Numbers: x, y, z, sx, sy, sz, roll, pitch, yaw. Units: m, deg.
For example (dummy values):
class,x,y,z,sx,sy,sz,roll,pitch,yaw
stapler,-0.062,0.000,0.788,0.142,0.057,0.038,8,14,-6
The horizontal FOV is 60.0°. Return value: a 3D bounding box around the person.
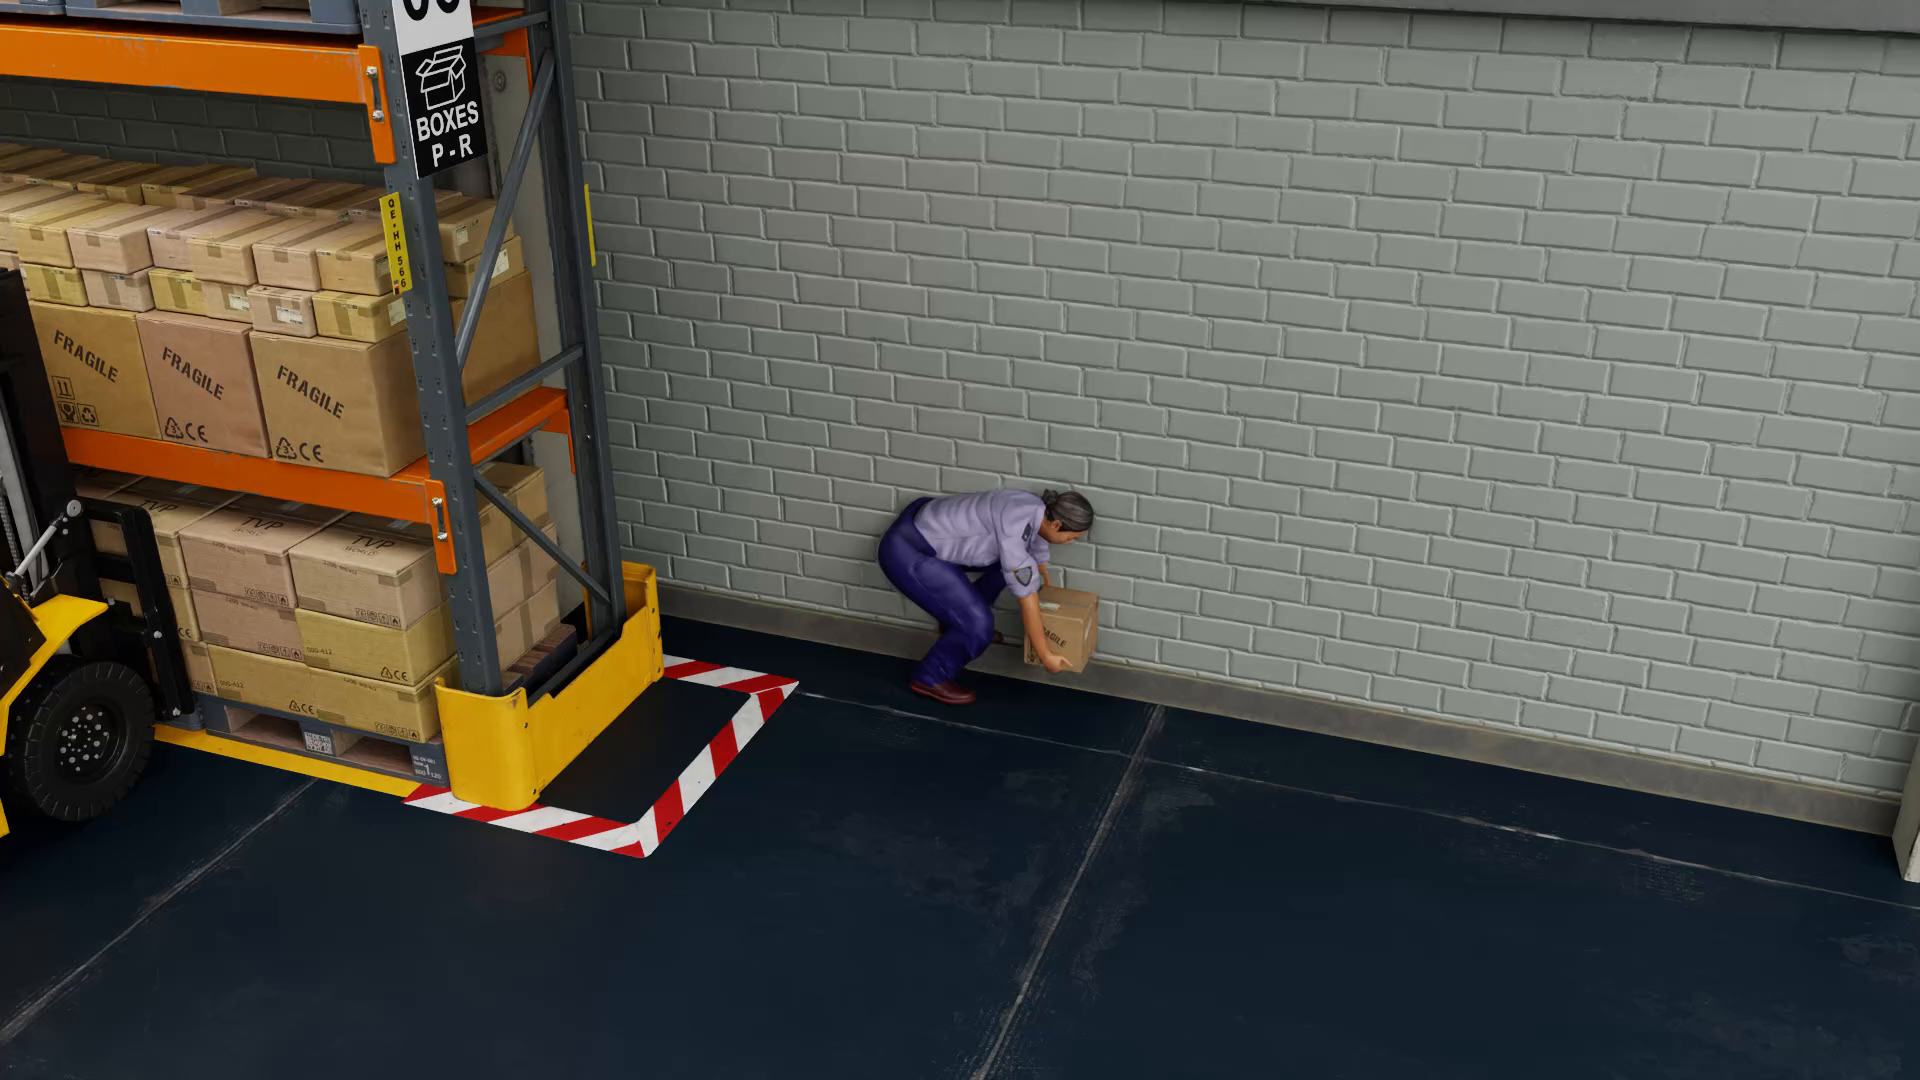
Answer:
class,x,y,z,sx,sy,sz,roll,pitch,yaw
person,0.113,0.207,7.017,0.885,0.940,0.531,8,27,15
